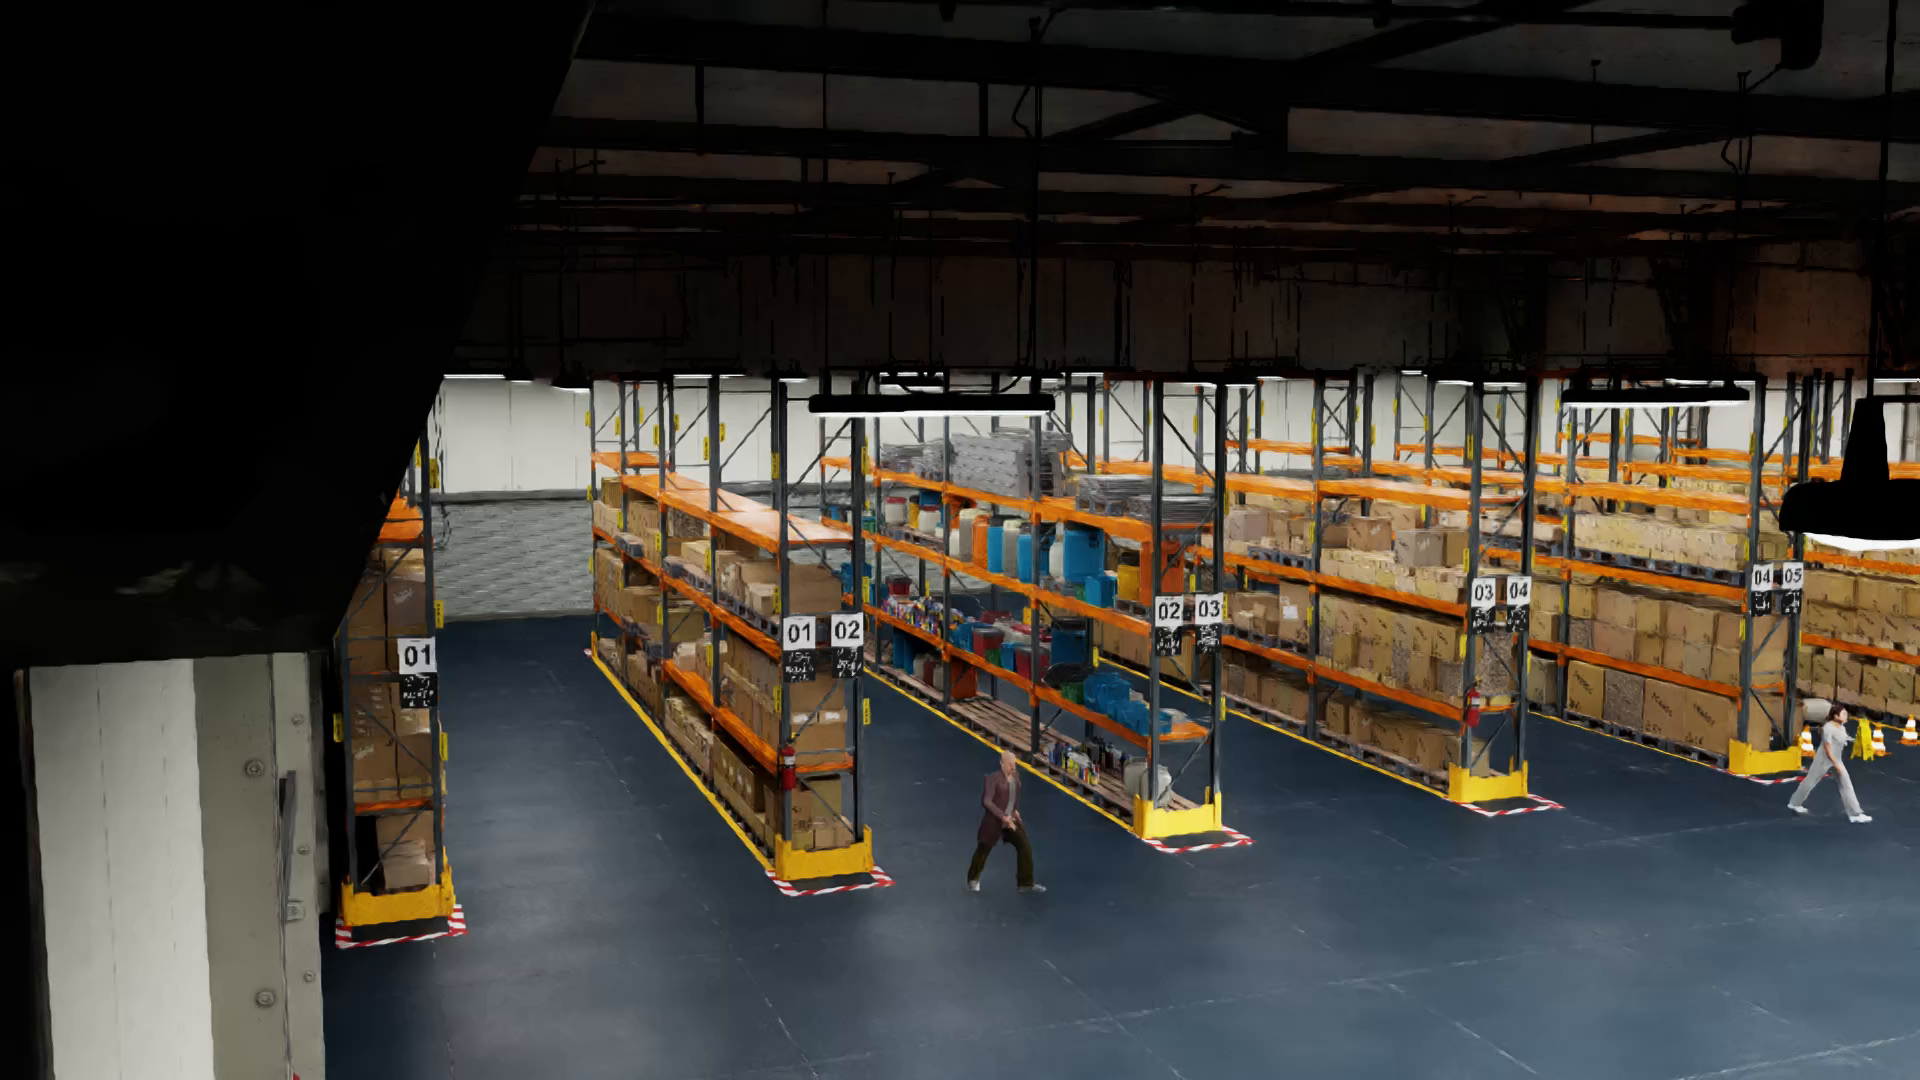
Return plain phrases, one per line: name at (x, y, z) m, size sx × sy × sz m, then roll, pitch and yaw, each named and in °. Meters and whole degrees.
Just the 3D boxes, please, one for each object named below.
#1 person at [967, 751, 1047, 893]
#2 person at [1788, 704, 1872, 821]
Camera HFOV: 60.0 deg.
person at (0.483, 3.294, 19.517) m, size 0.723 × 1.713 × 0.884 m, roll -5°, pitch 8°, yaw -37°
person at (11.853, 3.002, 22.629) m, size 0.466 × 1.588 × 1.081 m, roll -4°, pitch 7°, yaw -29°
